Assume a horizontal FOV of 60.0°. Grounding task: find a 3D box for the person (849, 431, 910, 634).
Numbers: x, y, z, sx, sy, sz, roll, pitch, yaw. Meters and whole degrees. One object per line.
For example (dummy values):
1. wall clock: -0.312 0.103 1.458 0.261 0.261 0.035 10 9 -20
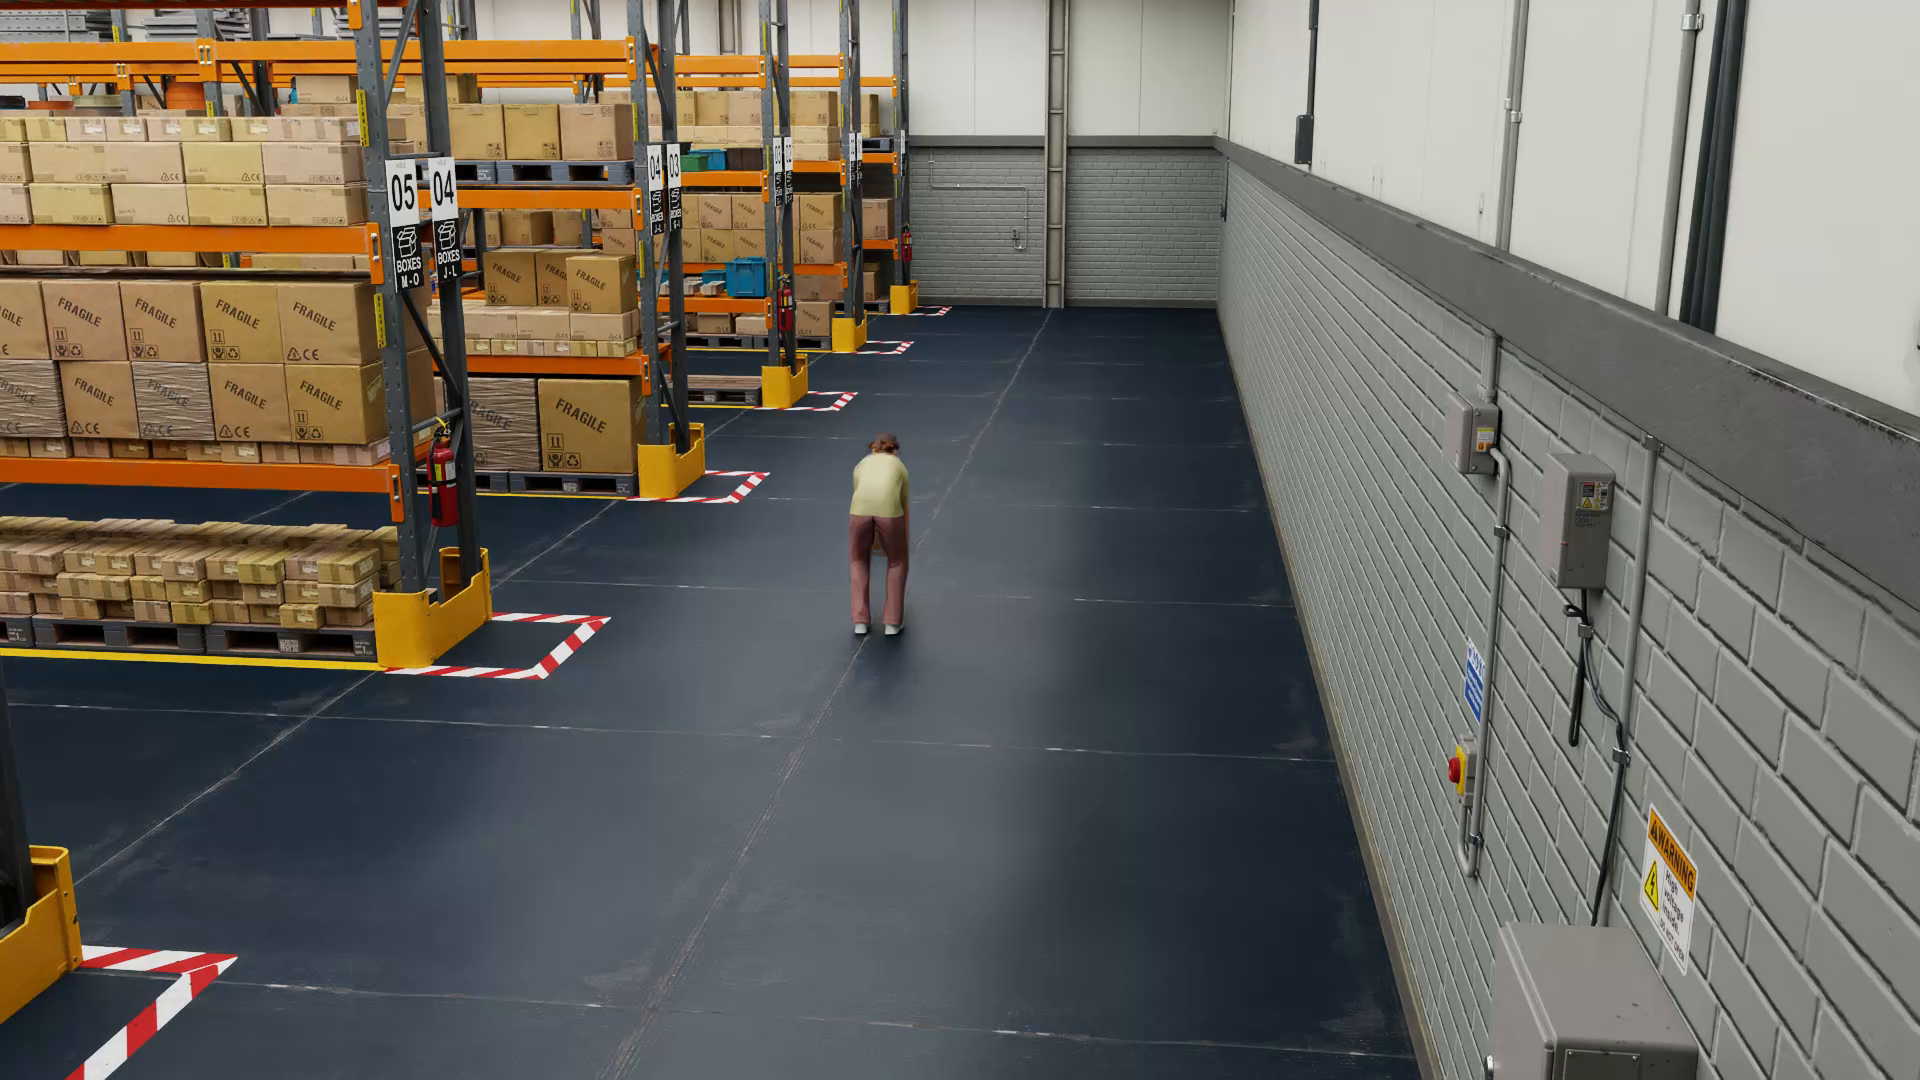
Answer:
1. person: -0.546 -0.059 11.575 0.410 1.311 0.813 1 14 5
